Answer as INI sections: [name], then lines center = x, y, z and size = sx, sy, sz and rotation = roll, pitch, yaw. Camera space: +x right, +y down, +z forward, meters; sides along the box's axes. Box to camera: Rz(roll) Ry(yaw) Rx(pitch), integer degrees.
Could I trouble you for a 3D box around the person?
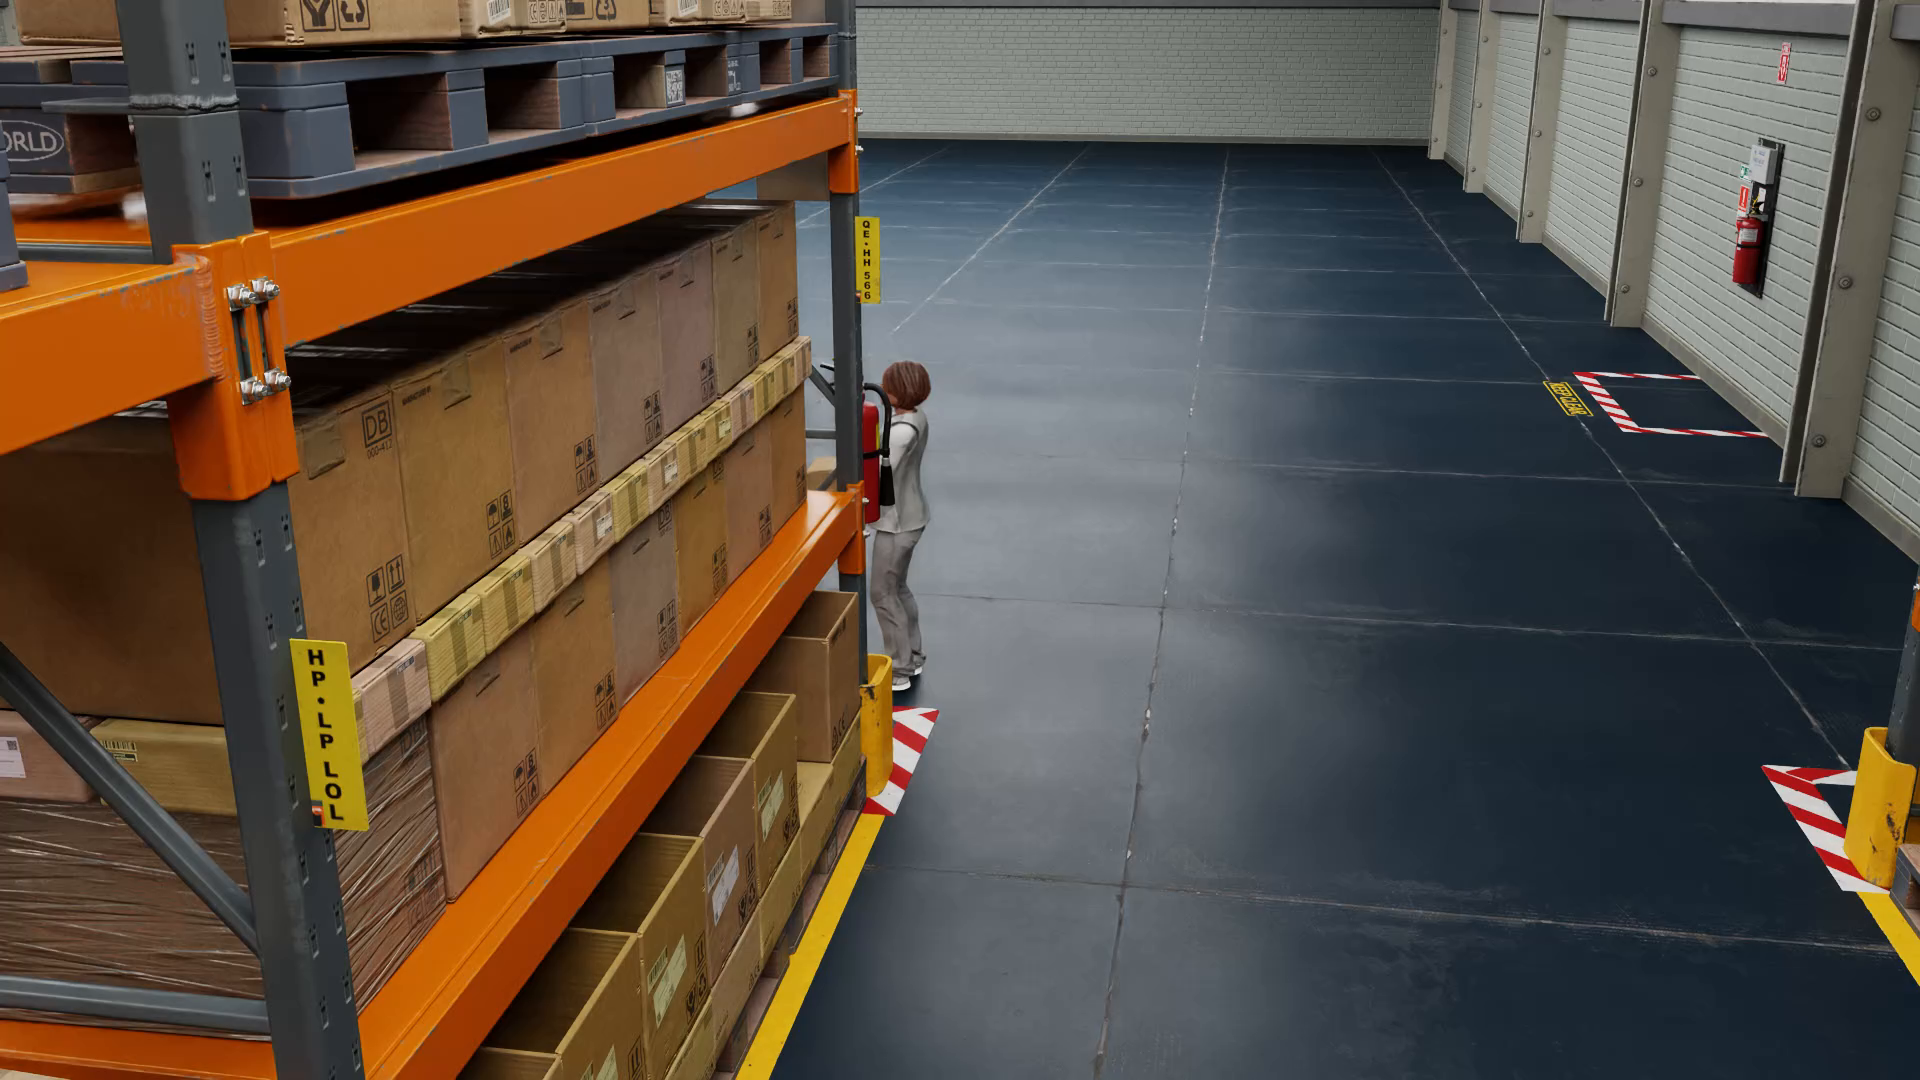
[person]
center = -0.382, -0.068, 7.788
size = 0.497, 1.590, 0.404
rotation = 2, 18, 6
